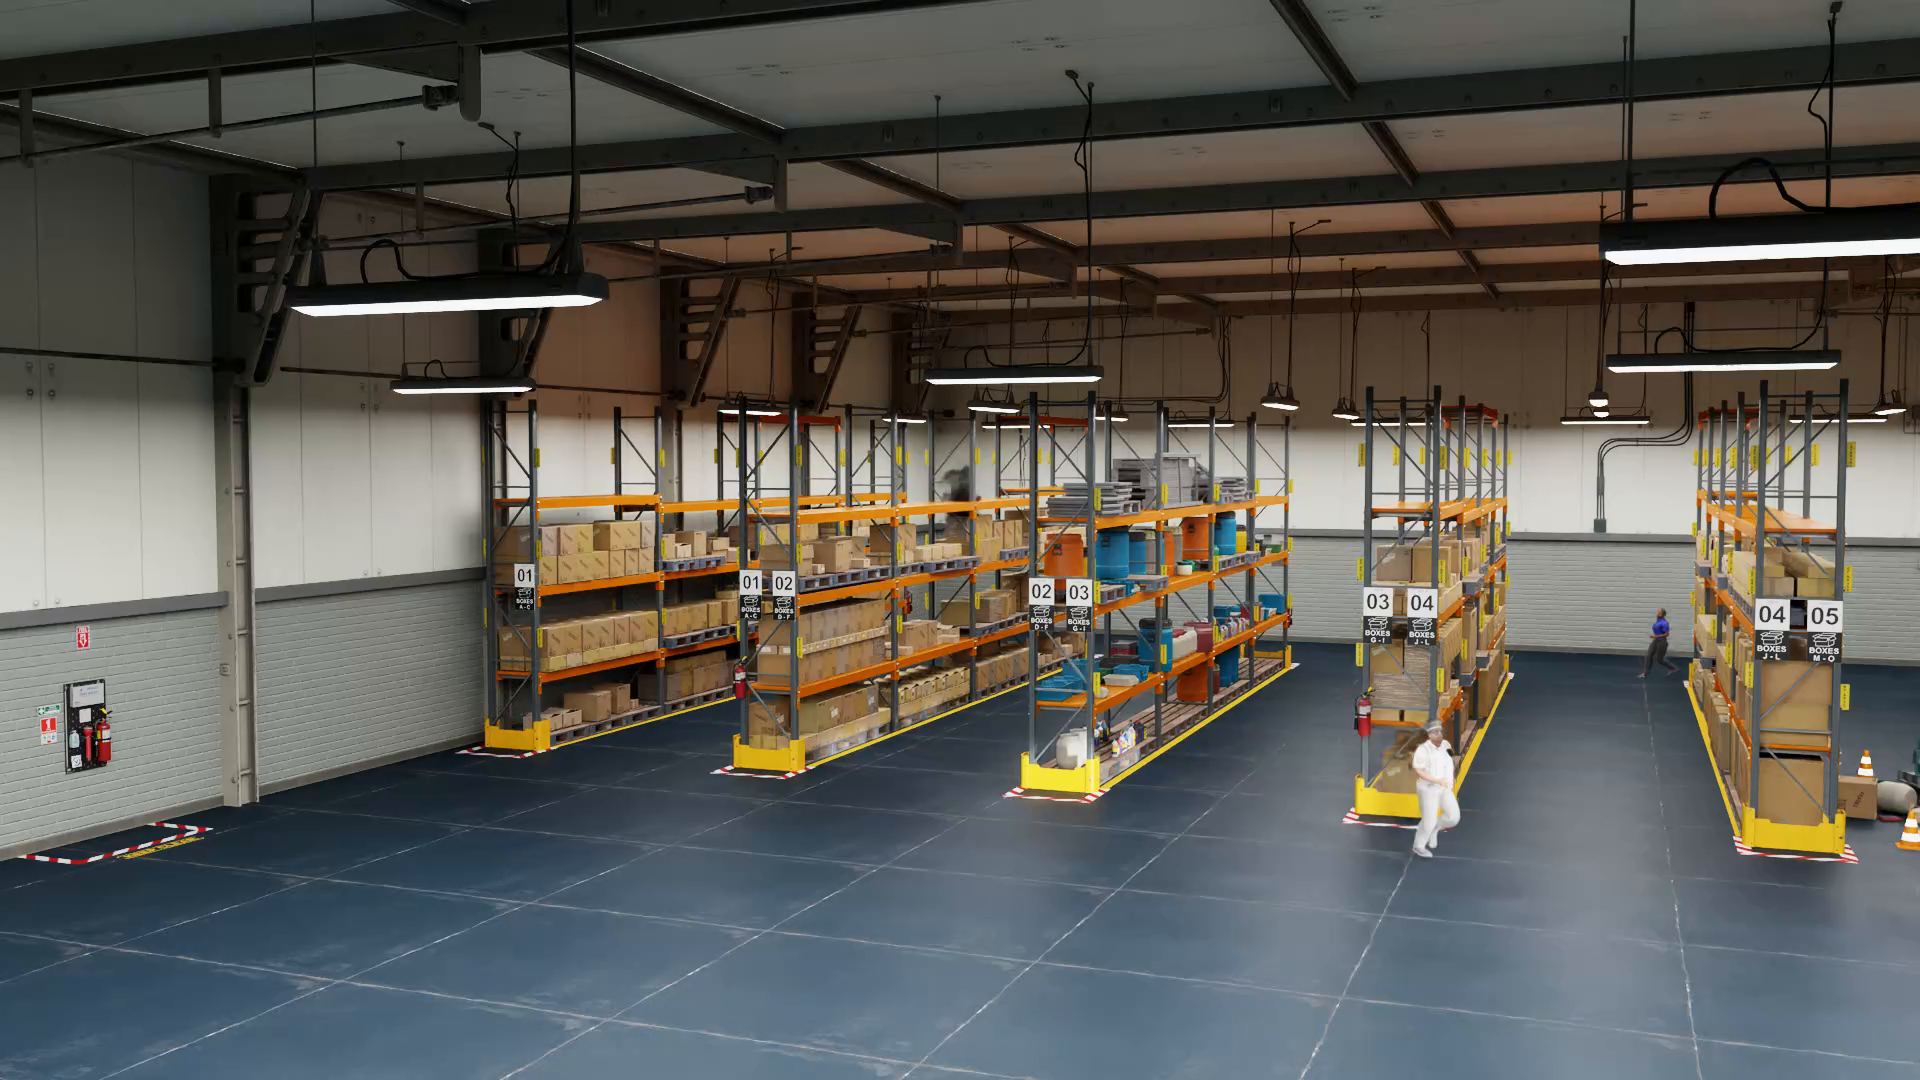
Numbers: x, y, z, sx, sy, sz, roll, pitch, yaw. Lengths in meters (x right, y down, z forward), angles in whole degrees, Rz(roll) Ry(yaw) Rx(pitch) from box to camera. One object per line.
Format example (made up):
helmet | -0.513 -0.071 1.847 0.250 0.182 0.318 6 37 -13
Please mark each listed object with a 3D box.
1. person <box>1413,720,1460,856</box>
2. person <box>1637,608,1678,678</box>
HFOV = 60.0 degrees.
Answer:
person | 5.972 3.106 20.771 0.687 1.741 0.706 -1 3 -21
person | 15.840 2.348 37.564 0.843 1.610 0.631 0 3 -3
